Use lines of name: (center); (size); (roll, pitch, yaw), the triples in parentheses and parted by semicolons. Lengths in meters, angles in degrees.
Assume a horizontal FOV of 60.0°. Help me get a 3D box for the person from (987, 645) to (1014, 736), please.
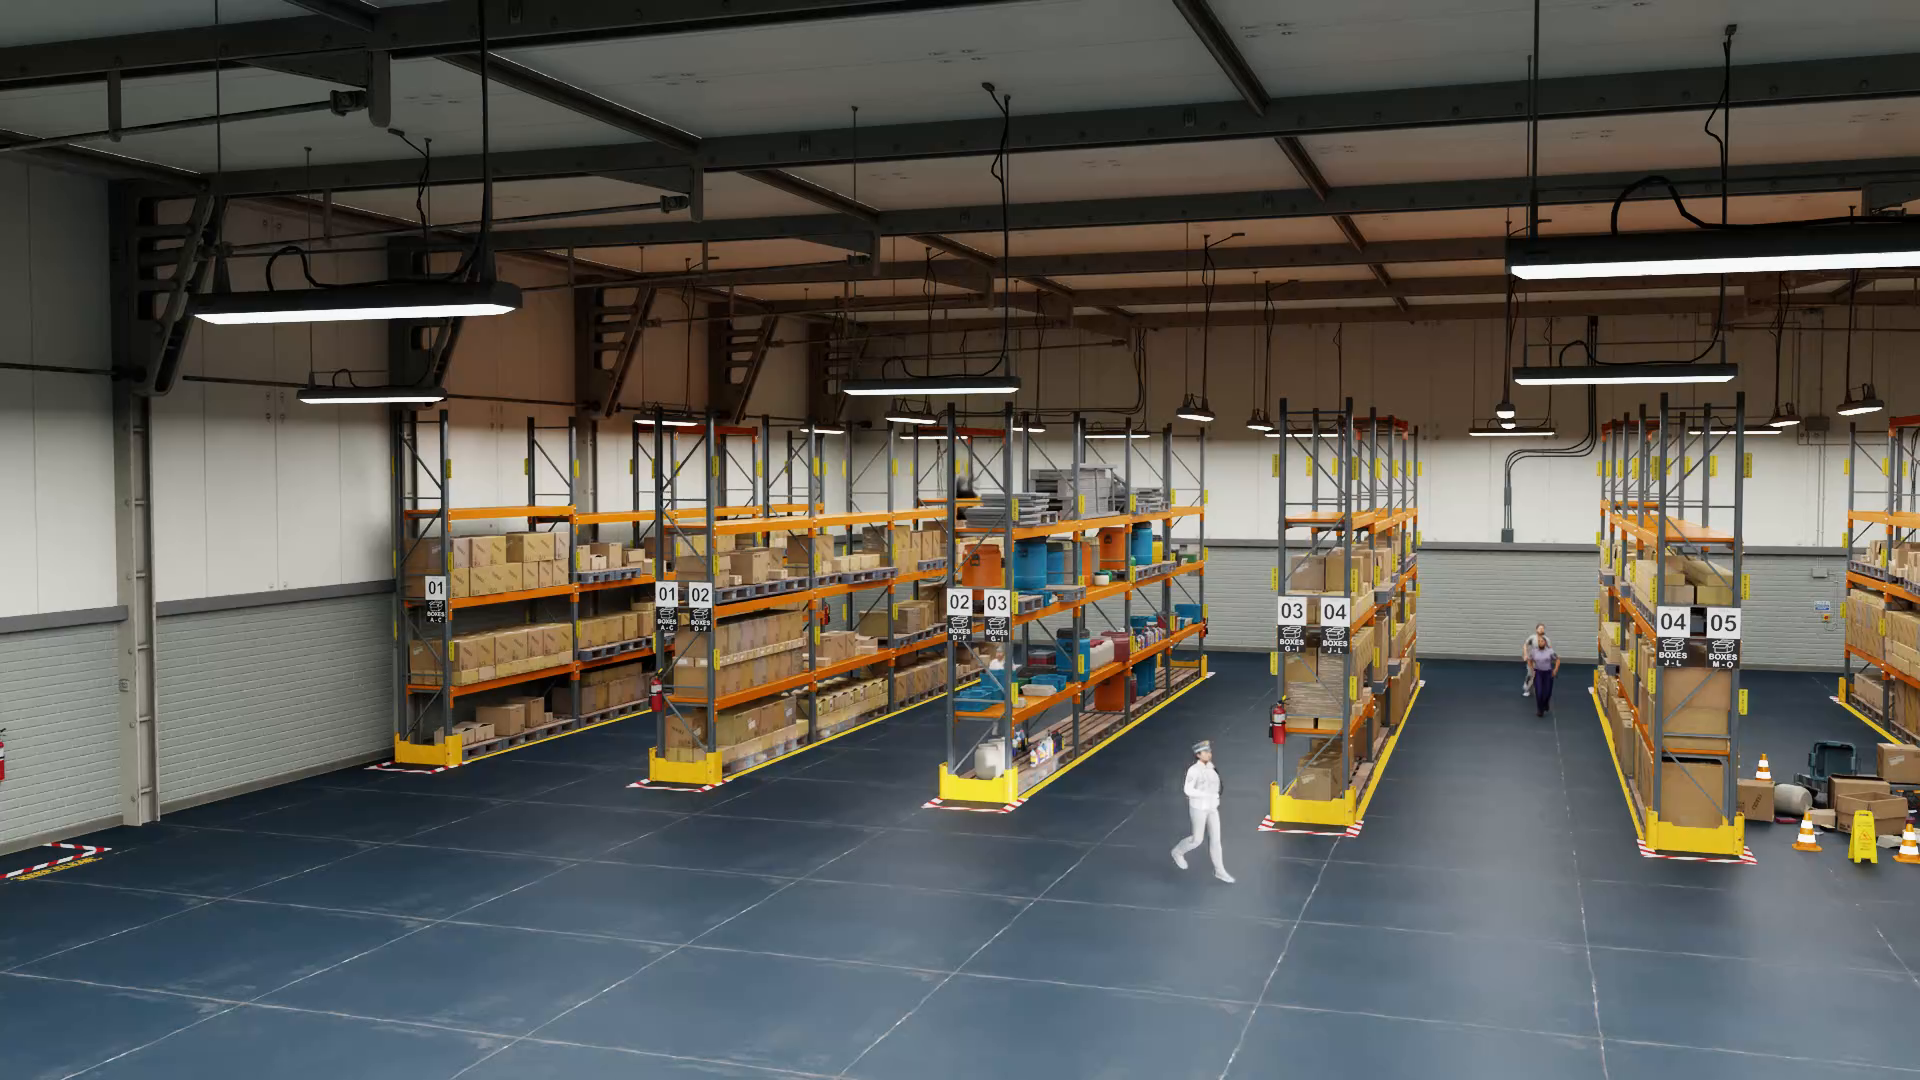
person: (0.762, 2.805, 31.377); (0.622, 1.670, 0.896); (1, 3, 16)

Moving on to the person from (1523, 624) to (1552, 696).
person: (12.702, 2.634, 36.554); (0.594, 1.594, 0.542); (1, 3, 20)

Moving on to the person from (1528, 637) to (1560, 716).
person: (11.802, 2.765, 33.665); (0.611, 1.613, 0.496); (1, 3, 24)

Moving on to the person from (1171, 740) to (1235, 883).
person: (2.957, 3.267, 20.231); (0.618, 1.683, 0.925); (-2, 3, -41)
